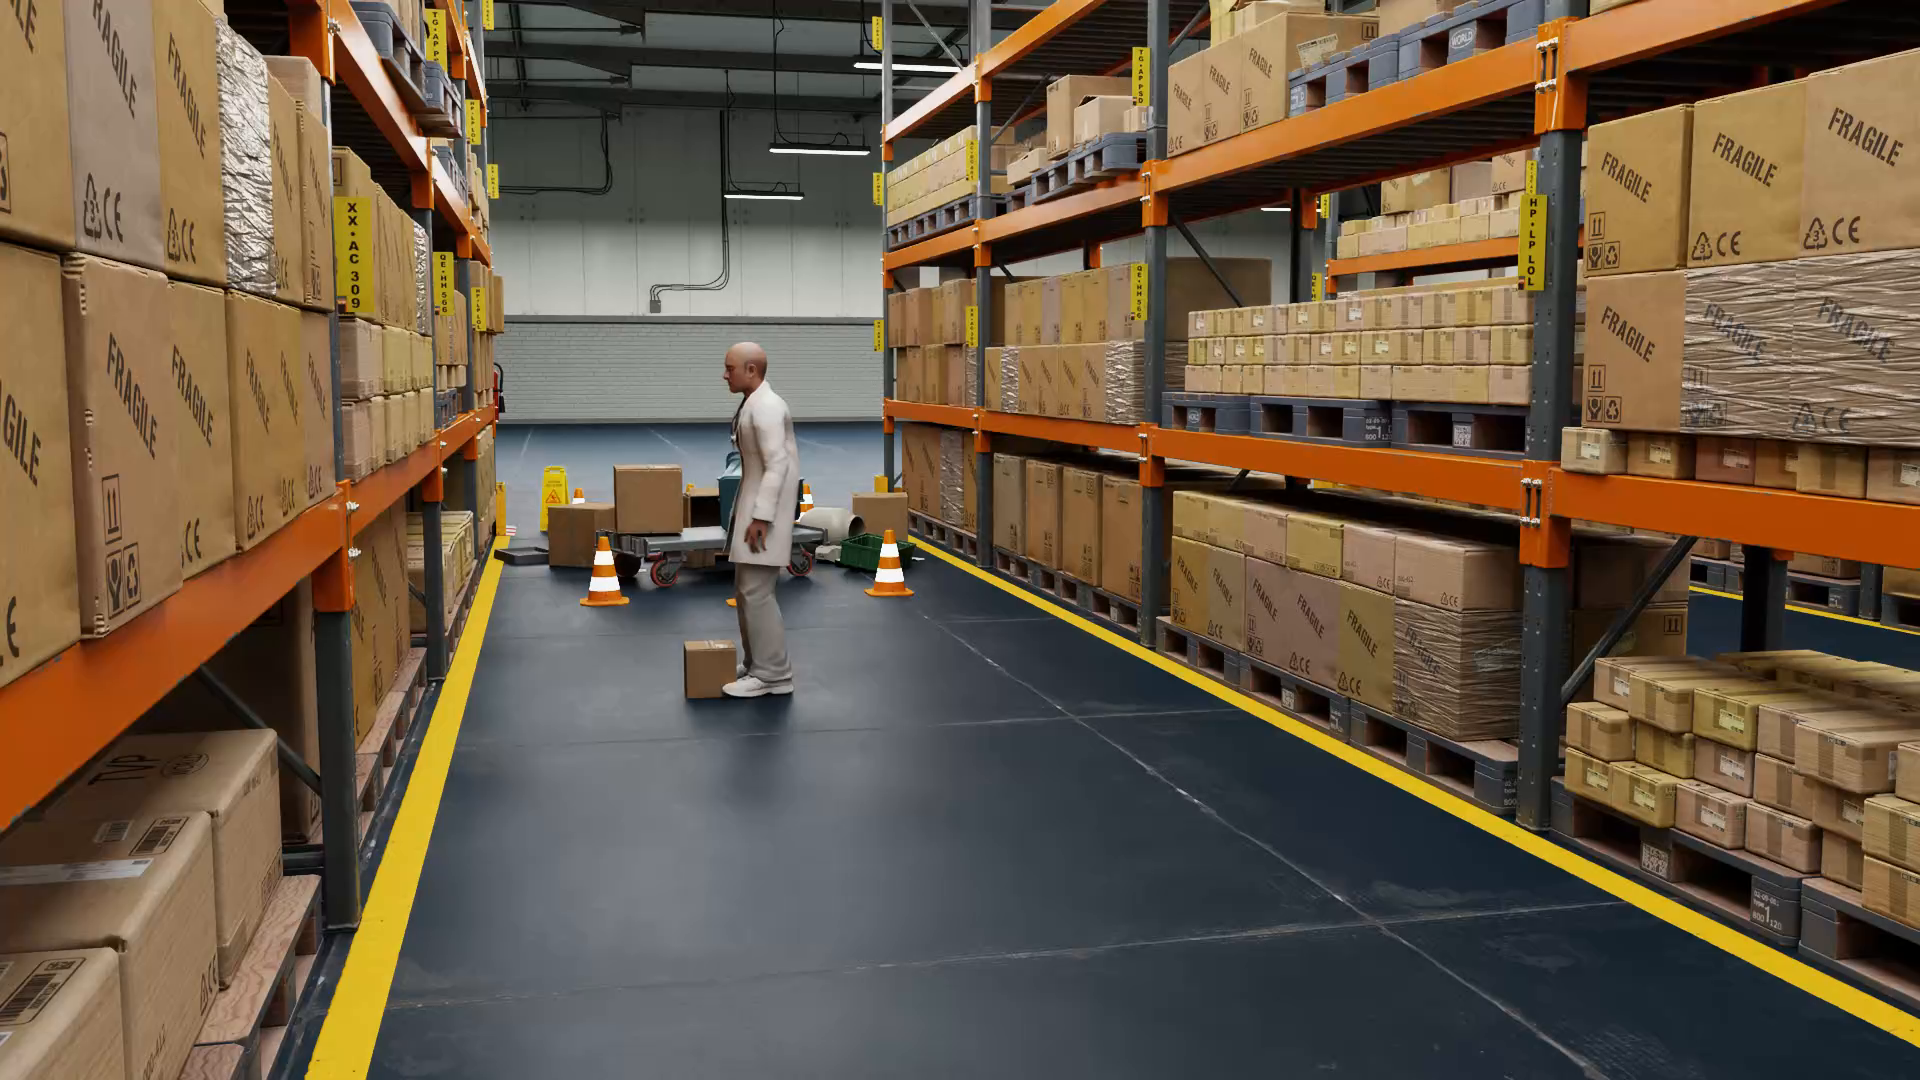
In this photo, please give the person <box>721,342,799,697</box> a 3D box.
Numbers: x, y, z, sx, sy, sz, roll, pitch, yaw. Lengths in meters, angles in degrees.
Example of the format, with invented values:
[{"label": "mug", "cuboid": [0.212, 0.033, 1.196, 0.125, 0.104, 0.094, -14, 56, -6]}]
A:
[{"label": "person", "cuboid": [-1.027, -0.109, 8.420, 0.418, 1.775, 0.656, -2, 6, -16]}]
